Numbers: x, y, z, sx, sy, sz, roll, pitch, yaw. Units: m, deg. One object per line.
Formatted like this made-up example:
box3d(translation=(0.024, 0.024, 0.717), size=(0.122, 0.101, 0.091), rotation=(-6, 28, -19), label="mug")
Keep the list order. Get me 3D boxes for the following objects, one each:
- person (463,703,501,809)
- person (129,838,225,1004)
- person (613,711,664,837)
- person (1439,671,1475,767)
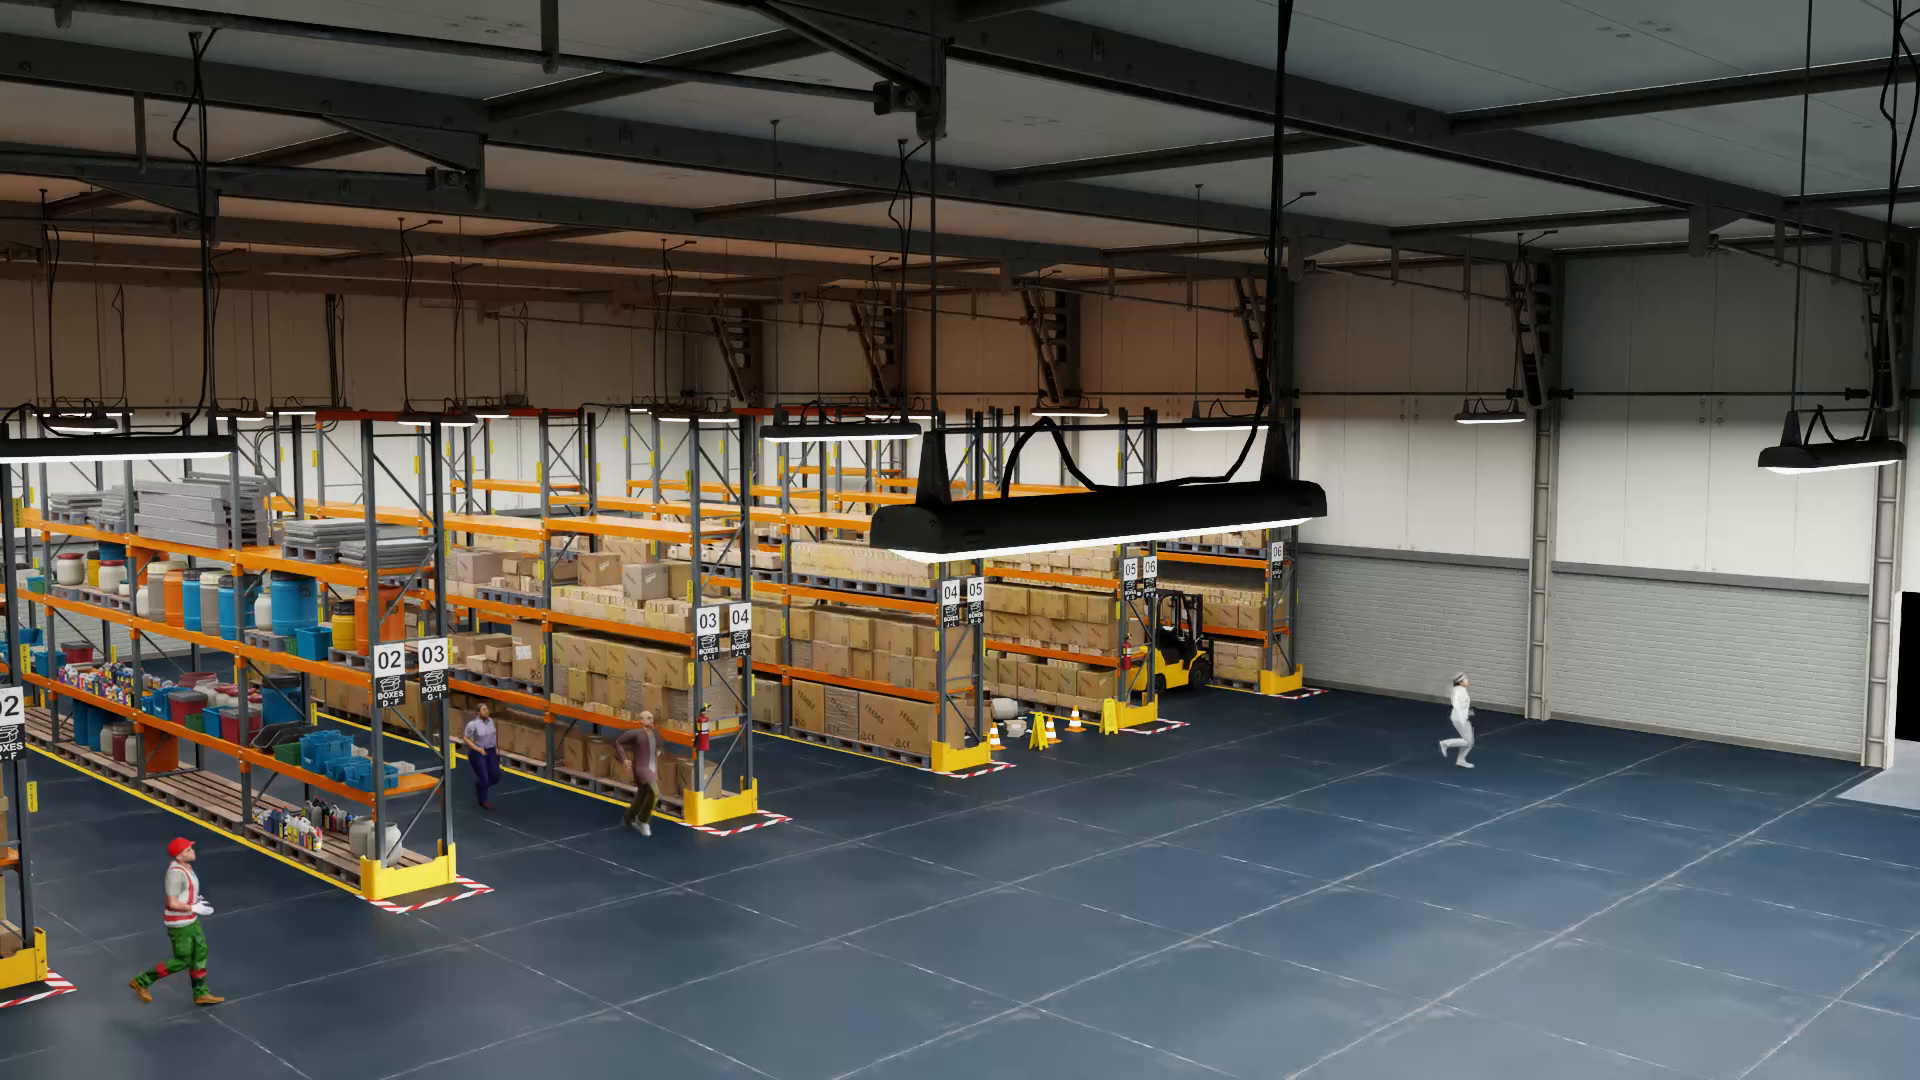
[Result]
box3d(translation=(-7.311, 3.288, 25.400), size=(0.531, 1.618, 0.613), rotation=(4, 6, 35), label="person")
box3d(translation=(-8.075, 3.941, 17.130), size=(0.867, 1.779, 0.664), rotation=(-2, 5, -17), label="person")
box3d(translation=(-4.551, 3.346, 23.934), size=(0.747, 1.780, 0.680), rotation=(3, 6, 28), label="person")
box3d(translation=(8.413, 3.027, 28.120), size=(0.588, 1.637, 0.480), rotation=(1, 5, 12), label="person")
